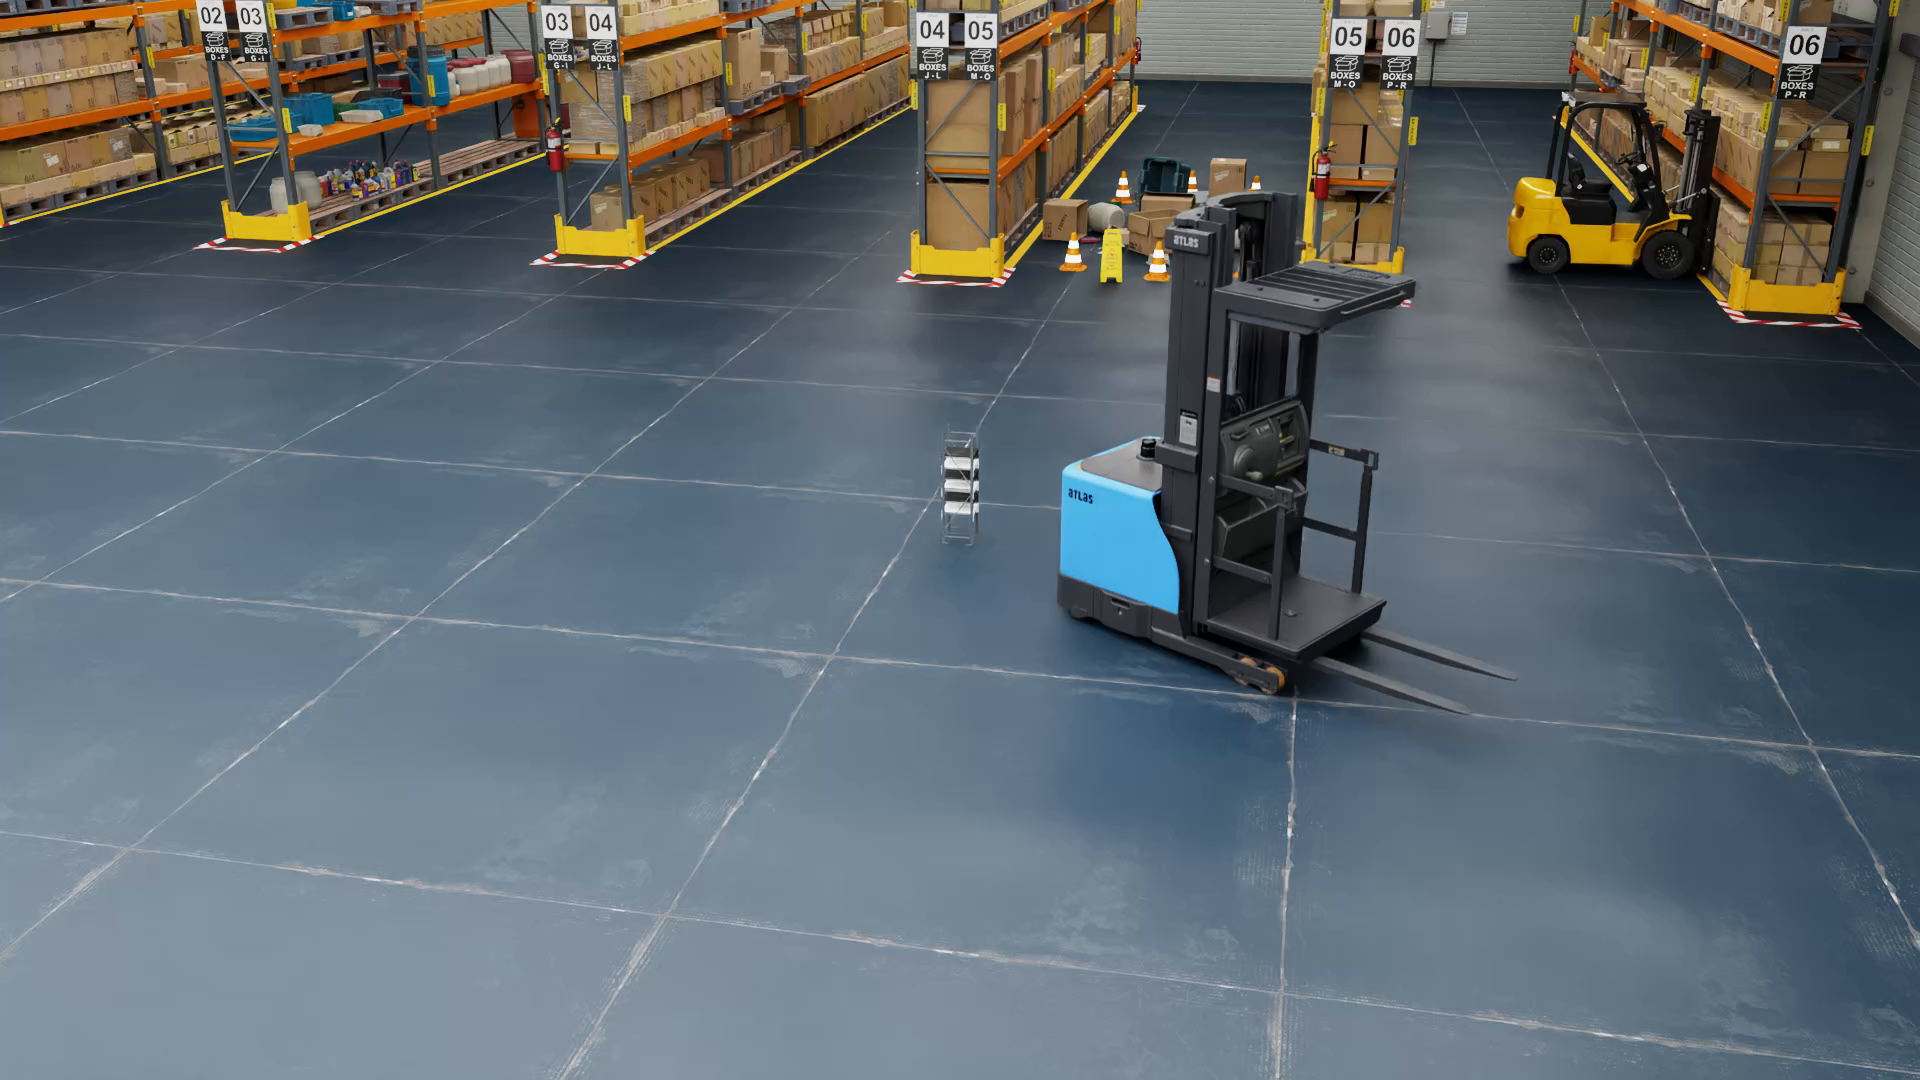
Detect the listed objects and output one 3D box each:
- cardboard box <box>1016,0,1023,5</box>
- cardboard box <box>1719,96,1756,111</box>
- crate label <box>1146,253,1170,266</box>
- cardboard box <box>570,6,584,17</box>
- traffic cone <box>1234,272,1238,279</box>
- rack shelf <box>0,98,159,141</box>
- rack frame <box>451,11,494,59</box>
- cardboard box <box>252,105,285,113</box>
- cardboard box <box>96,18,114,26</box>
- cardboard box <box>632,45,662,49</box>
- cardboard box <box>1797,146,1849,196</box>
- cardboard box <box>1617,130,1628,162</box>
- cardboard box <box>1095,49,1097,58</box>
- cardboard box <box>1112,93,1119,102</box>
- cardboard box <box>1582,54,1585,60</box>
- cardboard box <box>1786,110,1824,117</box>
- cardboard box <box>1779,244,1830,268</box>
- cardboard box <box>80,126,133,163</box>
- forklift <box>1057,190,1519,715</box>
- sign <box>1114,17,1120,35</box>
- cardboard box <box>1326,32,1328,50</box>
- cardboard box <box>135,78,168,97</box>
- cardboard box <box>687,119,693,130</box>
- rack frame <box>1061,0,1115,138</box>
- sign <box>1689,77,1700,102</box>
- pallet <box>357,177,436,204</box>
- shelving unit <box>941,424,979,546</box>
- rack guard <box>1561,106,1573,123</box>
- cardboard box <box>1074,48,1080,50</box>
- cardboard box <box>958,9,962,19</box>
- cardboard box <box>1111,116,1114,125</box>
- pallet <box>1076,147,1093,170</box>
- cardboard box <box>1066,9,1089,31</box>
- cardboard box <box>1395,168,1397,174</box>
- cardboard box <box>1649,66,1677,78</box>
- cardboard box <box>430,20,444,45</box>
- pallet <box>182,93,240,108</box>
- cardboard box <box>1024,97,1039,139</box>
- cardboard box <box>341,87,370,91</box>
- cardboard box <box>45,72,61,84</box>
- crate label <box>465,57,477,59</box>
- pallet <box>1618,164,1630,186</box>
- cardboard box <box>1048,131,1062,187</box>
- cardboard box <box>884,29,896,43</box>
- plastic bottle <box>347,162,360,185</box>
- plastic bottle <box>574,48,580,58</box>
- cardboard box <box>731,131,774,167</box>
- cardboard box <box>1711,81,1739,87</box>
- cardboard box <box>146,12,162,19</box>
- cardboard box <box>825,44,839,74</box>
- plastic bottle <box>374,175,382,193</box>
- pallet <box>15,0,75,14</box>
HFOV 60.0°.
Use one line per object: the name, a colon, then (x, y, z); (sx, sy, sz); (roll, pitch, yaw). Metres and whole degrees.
cardboard box: (0.528, -7.066, 21.474); (0.500, 0.250, 0.500); (4, 22, 10)
cardboard box: (9.973, -5.595, 21.329); (0.380, 0.149, 0.250); (4, 22, 10)
crate label: (2.609, -3.677, 21.801); (0.250, 0.136, 0.298); (-7, 23, -17)
cardboard box: (-5.110, -6.885, 21.585); (0.380, 0.149, 0.250); (4, 22, 11)
traffic cone: (3.665, -3.576, 21.113); (0.336, 0.463, 0.334); (4, 22, 11)
rack shelf: (-14.150, -6.407, 25.709); (1.077, 0.370, 4.000); (4, 22, 11)
rack frame: (-11.294, -11.861, 38.288); (1.000, 3.000, 0.127); (4, 22, 11)
cardboard box: (-12.792, -7.904, 30.832); (0.500, 0.311, 0.500); (5, 22, 12)
cardboard box: (-17.224, -10.379, 33.046); (0.500, 0.250, 0.500); (5, 22, 11)
cardboard box: (-4.589, -6.853, 23.983); (0.500, 0.500, 0.500); (4, 22, 11)
cardboard box: (10.073, -4.327, 19.447); (0.500, 0.500, 0.500); (5, 23, 13)
cardboard box: (11.425, -6.626, 28.075); (0.500, 0.500, 0.500); (5, 23, 13)
cardboard box: (2.269, -8.799, 30.063); (0.380, 0.149, 0.250); (5, 22, 11)
cardboard box: (2.976, -8.861, 33.298); (0.380, 0.149, 0.250); (5, 22, 12)
cardboard box: (12.623, -9.659, 33.159); (0.380, 0.149, 0.250); (5, 22, 12)
cardboard box: (10.199, -5.090, 20.077); (0.380, 0.149, 0.250); (5, 23, 13)
cardboard box: (10.000, -3.427, 19.798); (0.500, 0.250, 0.500); (5, 22, 12)
cardboard box: (-13.736, -6.371, 26.772); (0.500, 0.500, 0.500); (4, 22, 11)
forklift: (2.094, -0.612, 10.449); (3.031, 2.935, 1.130); (19, 29, 39)
sign: (2.966, -9.722, 31.429); (0.100, 0.325, 0.005); (4, 22, 11)
cardboard box: (6.322, -8.142, 27.583); (0.500, 0.500, 0.500); (4, 22, 9)
cardboard box: (-13.684, -7.586, 27.875); (0.500, 0.250, 0.500); (6, 23, 14)
cardboard box: (-4.105, -6.045, 24.183); (0.380, 0.149, 0.250); (4, 22, 11)
rack frame: (2.422, -9.226, 31.747); (1.000, 3.000, 0.127); (4, 22, 11)
sign: (9.983, -6.121, 22.593); (0.100, 0.325, 0.005); (4, 22, 11)
pallet: (-9.072, -5.557, 26.369); (1.003, 0.211, 1.213); (4, 22, 11)
shelving unit: (0.002, -0.420, 12.693); (0.258, 0.900, 0.210); (4, 22, 11)
rack guard: (12.950, -8.784, 33.996); (1.175, 0.500, 0.348); (4, 22, 11)
cardboard box: (1.942, -8.370, 28.599); (0.380, 0.149, 0.250); (4, 22, 9)
cardboard box: (-0.186, -6.687, 21.067); (0.380, 0.149, 0.250); (5, 22, 12)
cardboard box: (2.811, -8.207, 32.471); (0.380, 0.149, 0.250); (3, 22, 9)
pallet: (1.767, -6.756, 29.345); (1.003, 0.211, 1.213); (4, 22, 11)
cardboard box: (2.254, -10.067, 31.964); (0.500, 0.500, 0.500); (4, 22, 9)
cardboard box: (5.283, -4.673, 20.778); (0.380, 0.149, 0.250); (4, 22, 9)
cardboard box: (10.979, -7.299, 25.960); (0.380, 0.149, 0.250); (5, 22, 12)
cardboard box: (-11.533, -10.980, 35.968); (0.500, 0.500, 0.500); (4, 22, 11)
pallet: (-16.728, -9.753, 36.787); (1.003, 0.211, 1.213); (4, 22, 11)
cardboard box: (0.636, -6.031, 23.613); (0.875, 0.550, 0.550); (4, 22, 11)
cardboard box: (-12.142, -8.877, 33.636); (0.500, 0.500, 0.500); (5, 22, 12)
cardboard box: (-13.953, -7.046, 25.330); (0.380, 0.149, 0.250); (5, 22, 11)
crate label: (-8.545, -8.230, 29.225); (0.502, 0.435, 0.616); (4, 22, 11)
pallet: (11.522, -6.023, 27.525); (1.003, 0.211, 1.213); (4, 22, 11)
cardboard box: (1.029, -6.038, 26.280); (1.050, 0.750, 0.750); (4, 22, 11)
cardboard box: (-1.643, -10.603, 34.969); (0.500, 0.250, 0.500); (4, 22, 9)
plastic bottle: (-9.503, -5.736, 26.037); (0.144, 0.351, 0.185); (4, 22, 9)
plastic bottle: (-7.353, -9.232, 31.827); (0.144, 0.351, 0.185); (4, 22, 11)
cardboard box: (-3.556, -6.565, 27.895); (0.700, 0.500, 0.500); (6, 23, 15)
cardboard box: (11.155, -6.597, 24.215); (0.380, 0.149, 0.250); (5, 22, 11)
cardboard box: (-16.919, -10.939, 34.437); (0.500, 0.250, 0.500); (5, 22, 12)
cardboard box: (-2.555, -8.941, 30.905); (0.500, 0.500, 0.500); (5, 22, 11)
plastic bottle: (-8.903, -5.444, 25.419); (0.097, 0.271, 0.097); (0, 22, 0)
pallet: (-14.142, -8.064, 24.963); (1.003, 0.211, 1.213); (4, 22, 11)
